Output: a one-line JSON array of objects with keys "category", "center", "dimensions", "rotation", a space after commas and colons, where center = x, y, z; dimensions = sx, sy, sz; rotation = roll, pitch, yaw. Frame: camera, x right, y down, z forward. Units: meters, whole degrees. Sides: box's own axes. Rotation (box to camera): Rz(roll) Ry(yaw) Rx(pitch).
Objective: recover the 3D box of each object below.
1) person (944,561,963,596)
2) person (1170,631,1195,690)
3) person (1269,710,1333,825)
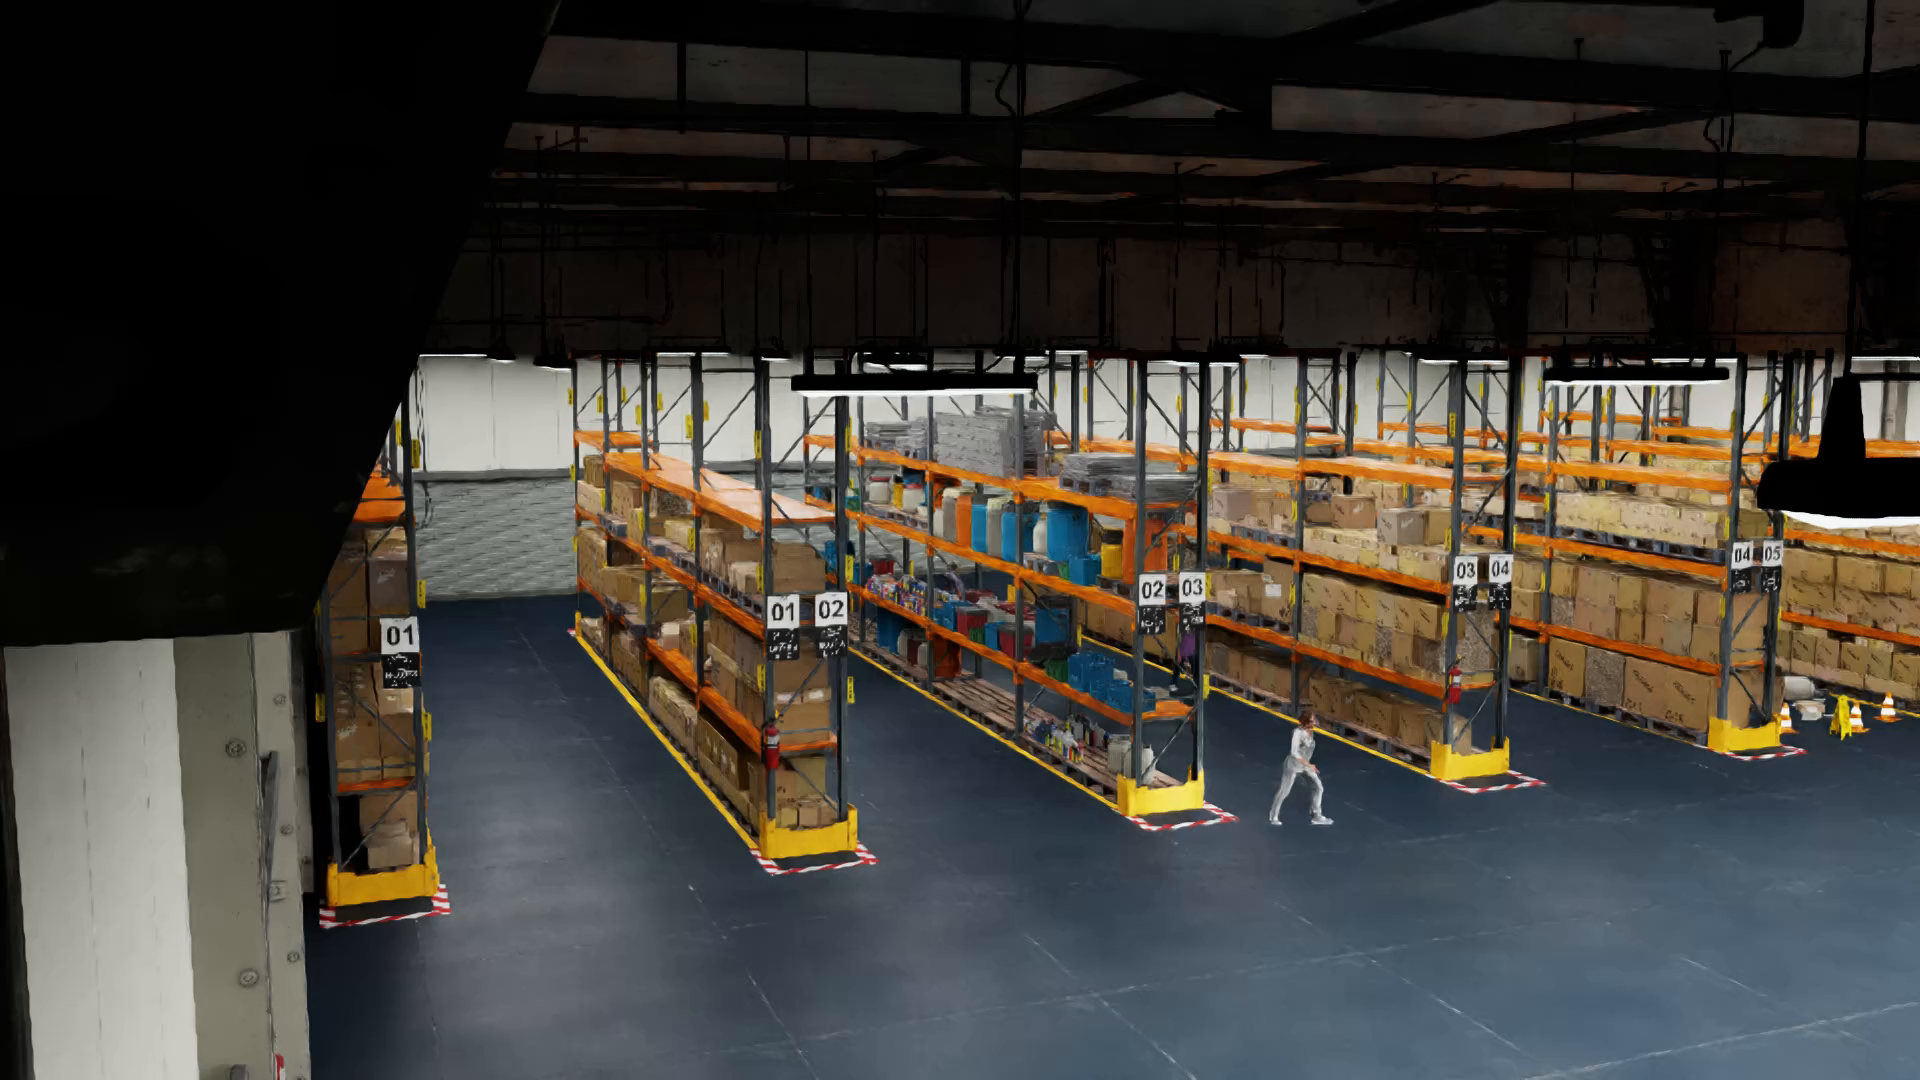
[{"category": "person", "center": [-0.151, 1.257, 34.230], "dimensions": [0.379, 1.636, 0.611], "rotation": [-5, 8, -33]}, {"category": "person", "center": [3.956, 1.964, 29.015], "dimensions": [0.417, 1.517, 1.036], "rotation": [-2, 7, -18]}, {"category": "person", "center": [4.357, 2.916, 21.357], "dimensions": [0.569, 1.537, 0.733], "rotation": [-6, 10, -42]}]
